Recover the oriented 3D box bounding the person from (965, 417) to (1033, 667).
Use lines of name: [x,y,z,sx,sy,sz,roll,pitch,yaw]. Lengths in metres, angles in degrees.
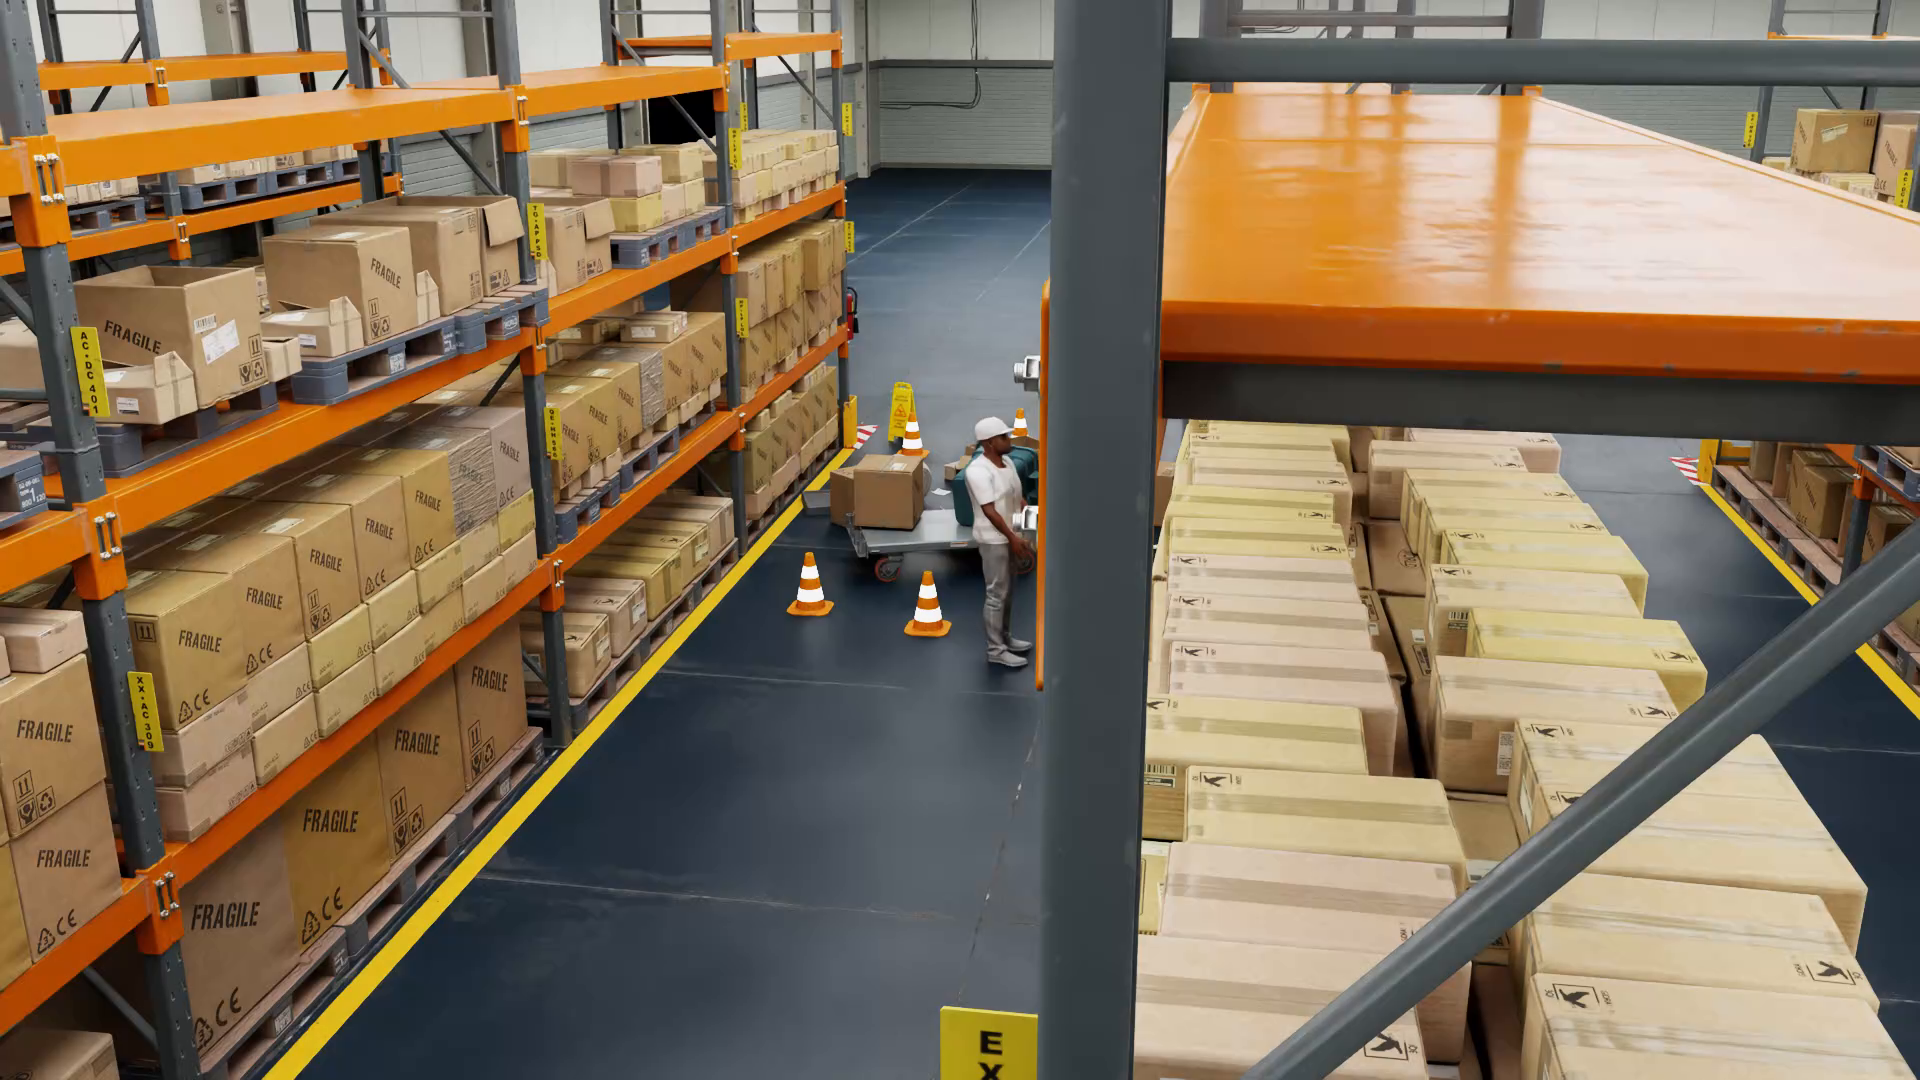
person: [0.343,-0.008,12.025,0.531,1.771,0.545,9,20,26]
